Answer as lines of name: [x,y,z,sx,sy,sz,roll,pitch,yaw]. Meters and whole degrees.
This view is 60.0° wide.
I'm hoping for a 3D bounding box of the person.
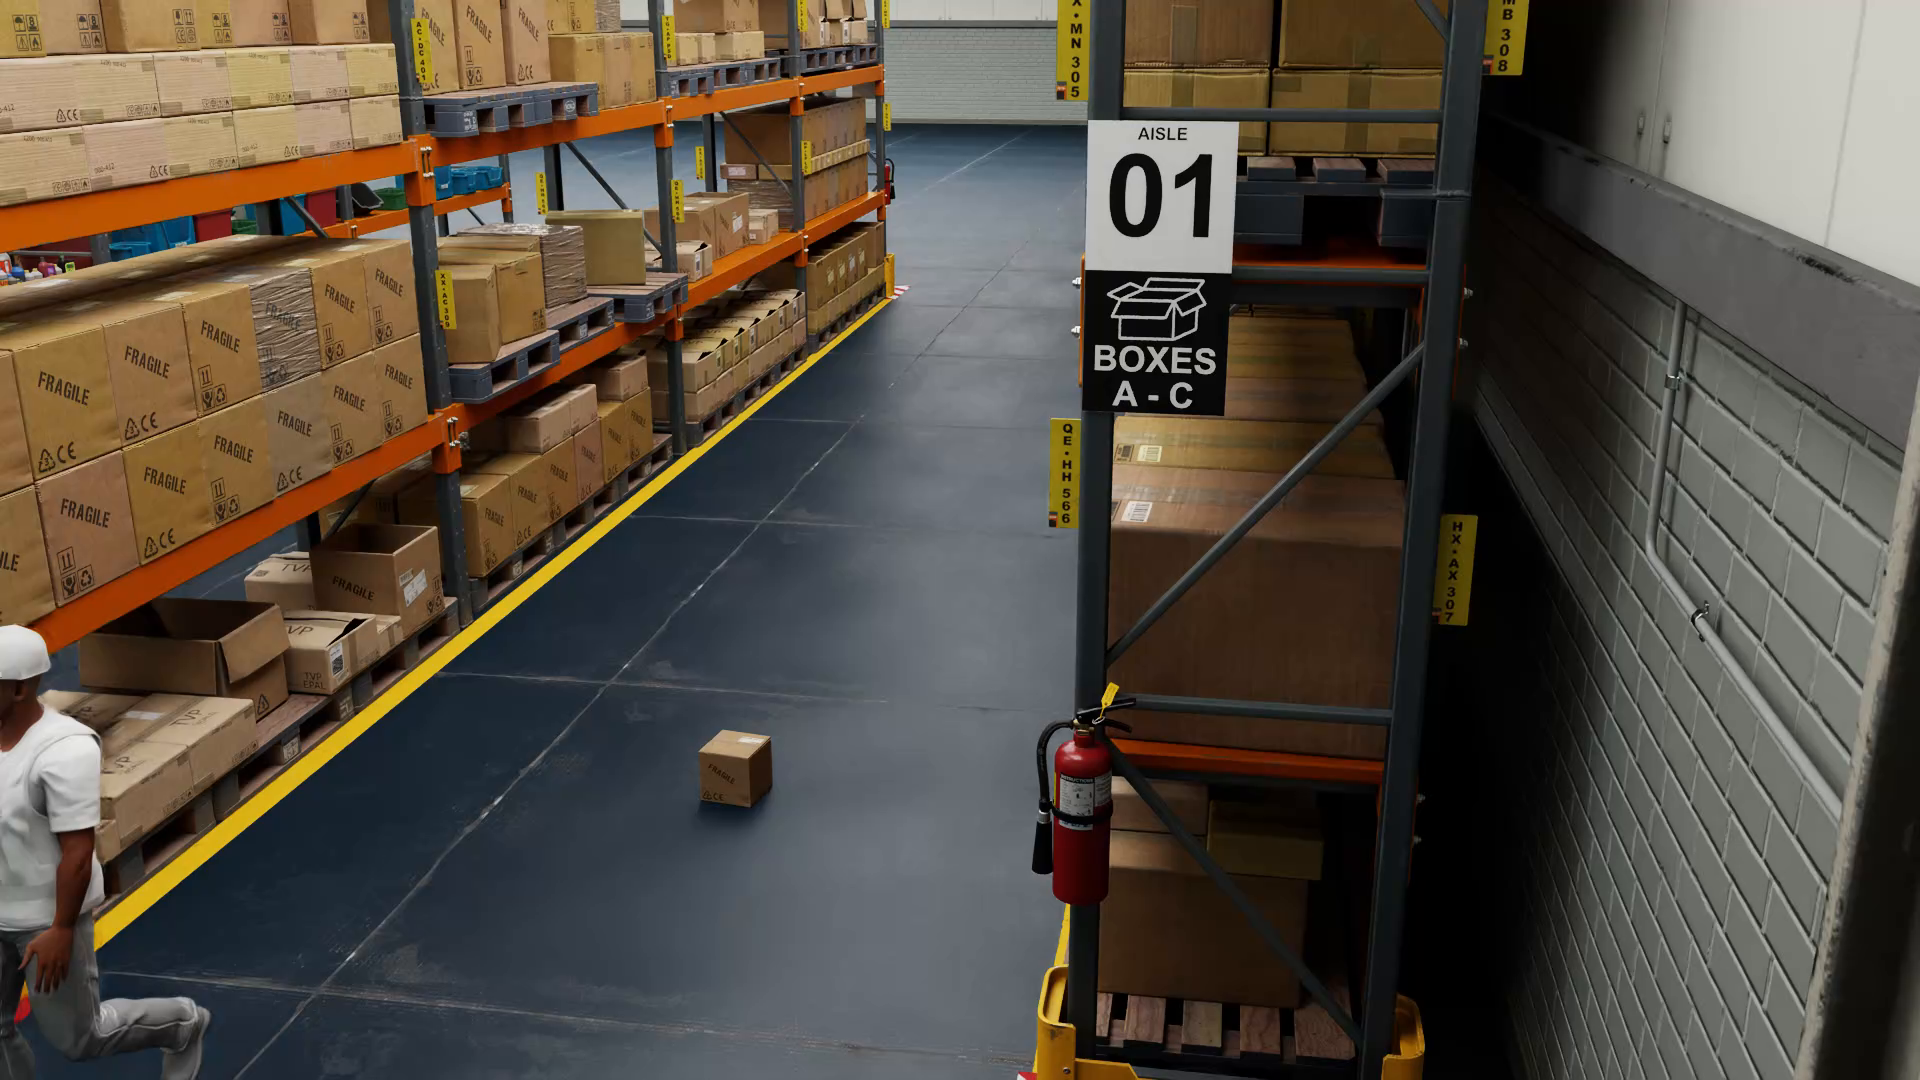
person: [-2.813,1.099,5.062,0.569,1.739,0.842,8,19,22]
